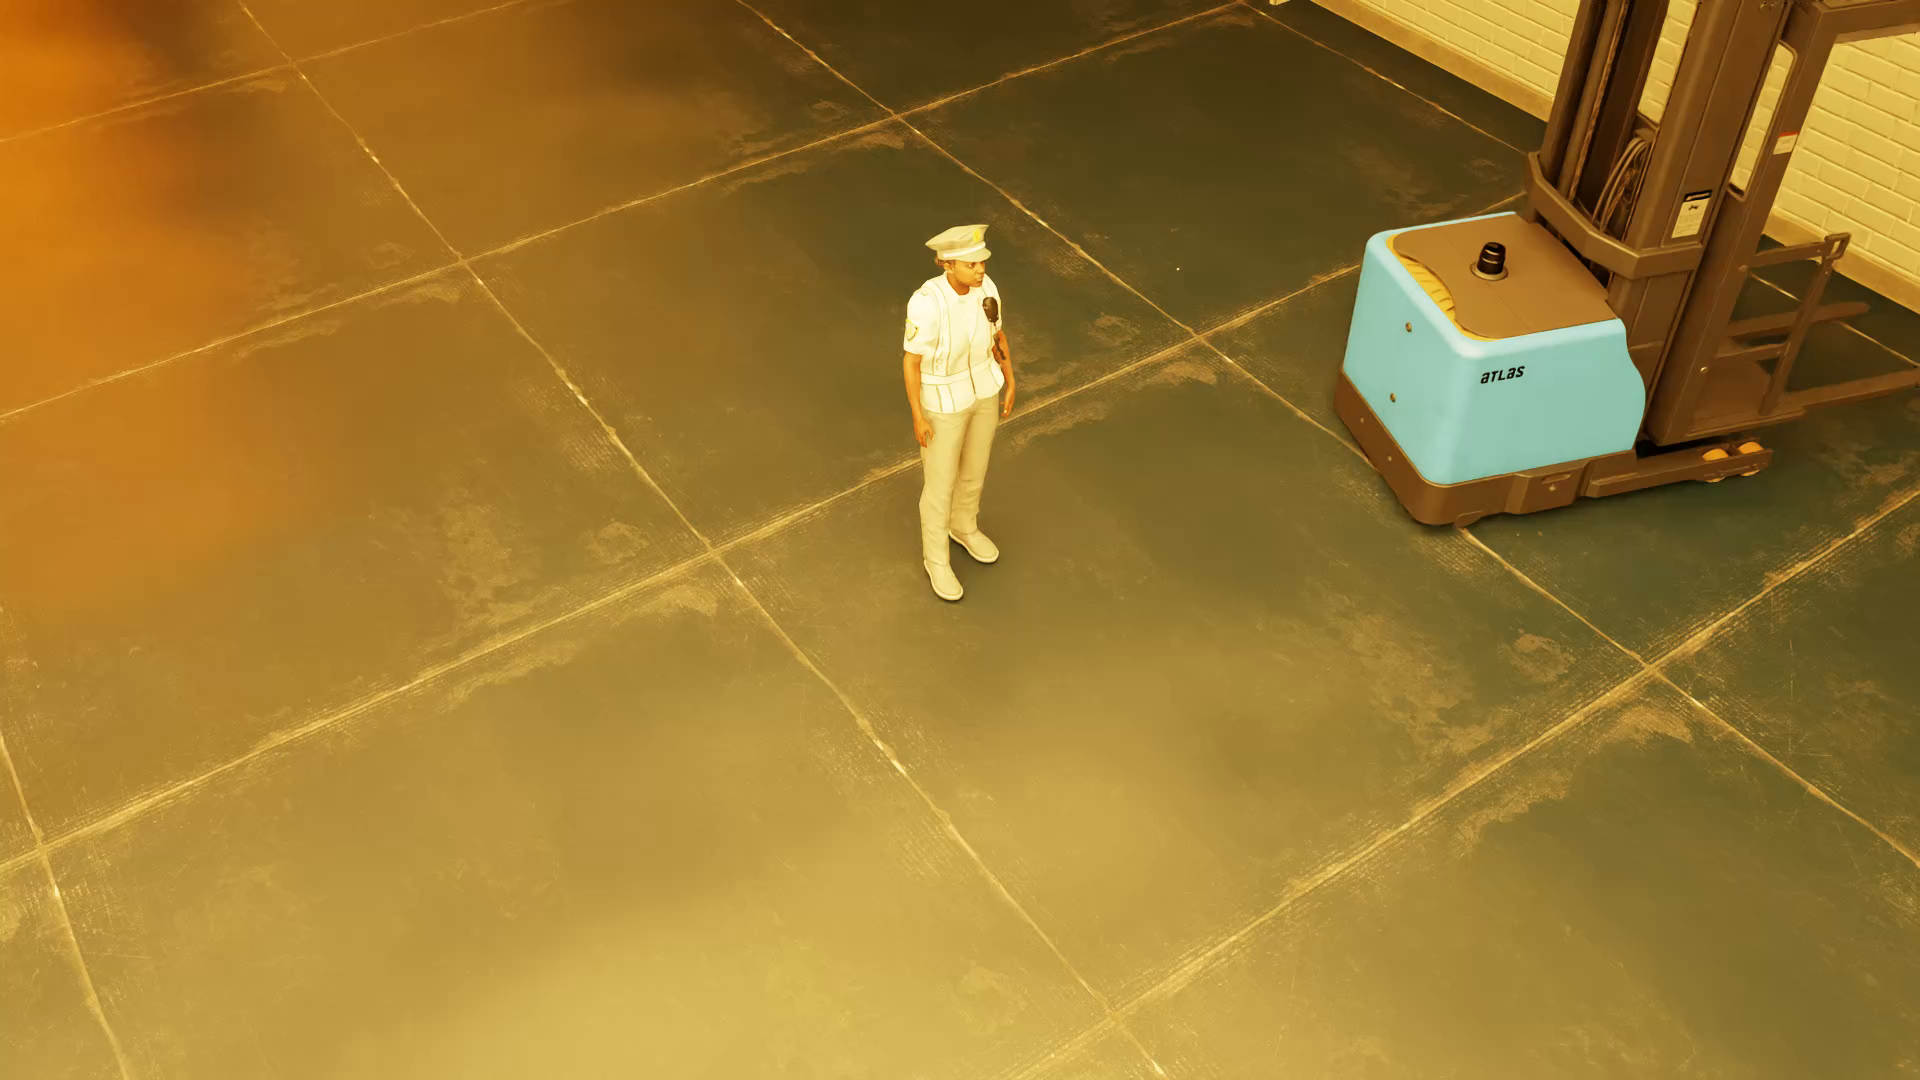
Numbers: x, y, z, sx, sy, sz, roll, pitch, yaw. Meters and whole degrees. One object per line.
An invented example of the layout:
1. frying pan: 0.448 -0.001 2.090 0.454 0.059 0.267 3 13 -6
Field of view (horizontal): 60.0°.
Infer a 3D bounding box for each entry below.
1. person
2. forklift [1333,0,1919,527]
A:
1. person: 0.027 -0.579 7.246 0.570 1.694 0.528 -25 48 -25
2. forklift: 3.486 -1.696 7.556 3.031 2.935 1.130 -11 44 -11
